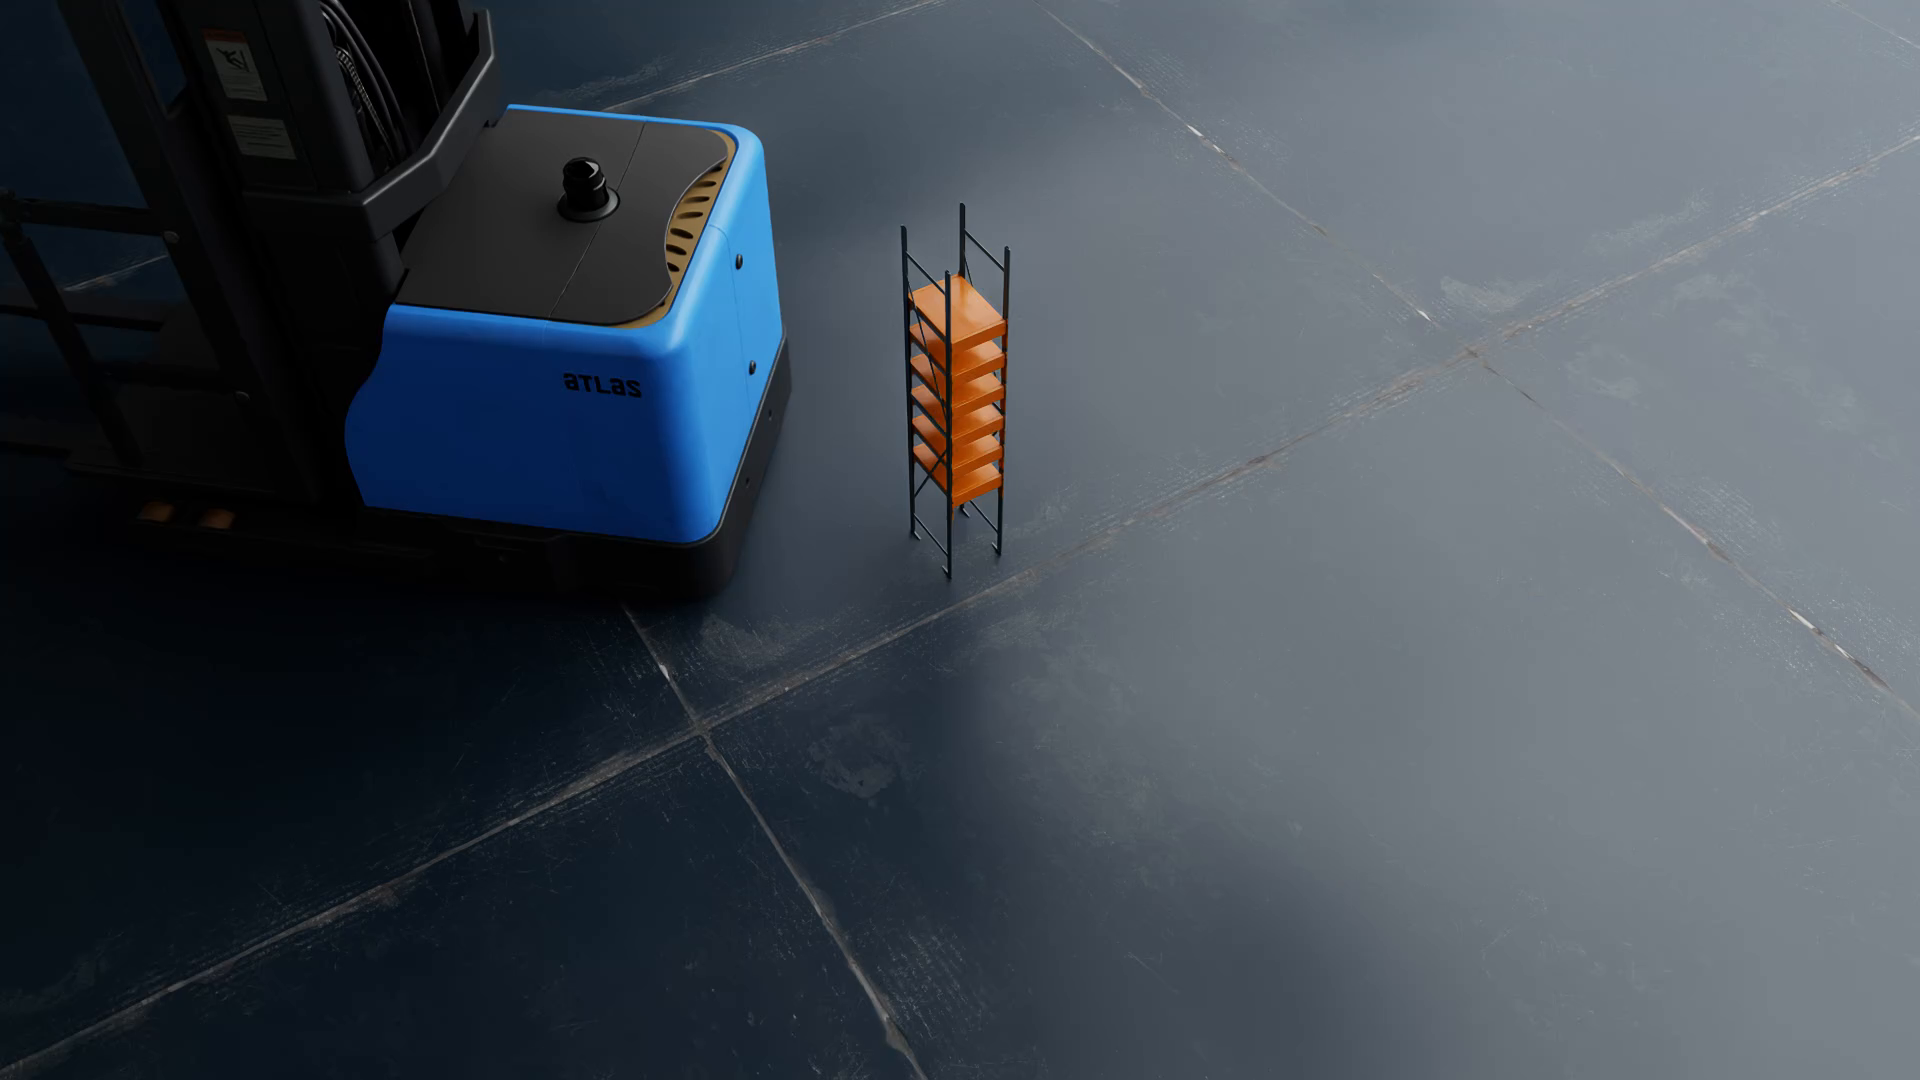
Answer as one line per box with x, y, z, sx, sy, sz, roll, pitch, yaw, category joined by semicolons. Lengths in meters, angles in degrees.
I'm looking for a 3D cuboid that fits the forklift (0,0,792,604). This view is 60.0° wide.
-2.129;-1.298;4.443;3.031;2.935;1.130;7;49;6;forklift

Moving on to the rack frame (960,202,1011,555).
0.065;-0.430;4.829;0.006;1.200;0.240;-25;53;-21;rack frame

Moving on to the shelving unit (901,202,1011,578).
-0.012;-0.393;4.797;0.189;1.200;0.258;-25;53;-21;shelving unit

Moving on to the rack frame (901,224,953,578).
-0.090;-0.357;4.764;0.006;1.200;0.240;-25;53;-21;rack frame

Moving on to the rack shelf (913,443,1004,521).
-0.012;-0.204;5.009;0.180;0.103;0.258;-25;53;-21;rack shelf

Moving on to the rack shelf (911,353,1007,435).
-0.012;-0.444;4.740;0.180;0.103;0.258;-25;53;-21;rack shelf

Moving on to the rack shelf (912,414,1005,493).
-0.012;-0.284;4.920;0.180;0.103;0.258;-25;53;-21;rack shelf

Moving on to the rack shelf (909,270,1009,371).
-0.012;-0.603;4.561;0.180;0.103;0.258;-25;53;-21;rack shelf

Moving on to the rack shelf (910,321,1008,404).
-0.012;-0.523;4.651;0.180;0.103;0.258;-25;53;-21;rack shelf

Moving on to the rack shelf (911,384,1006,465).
-0.012;-0.364;4.830;0.180;0.103;0.258;-25;53;-21;rack shelf
